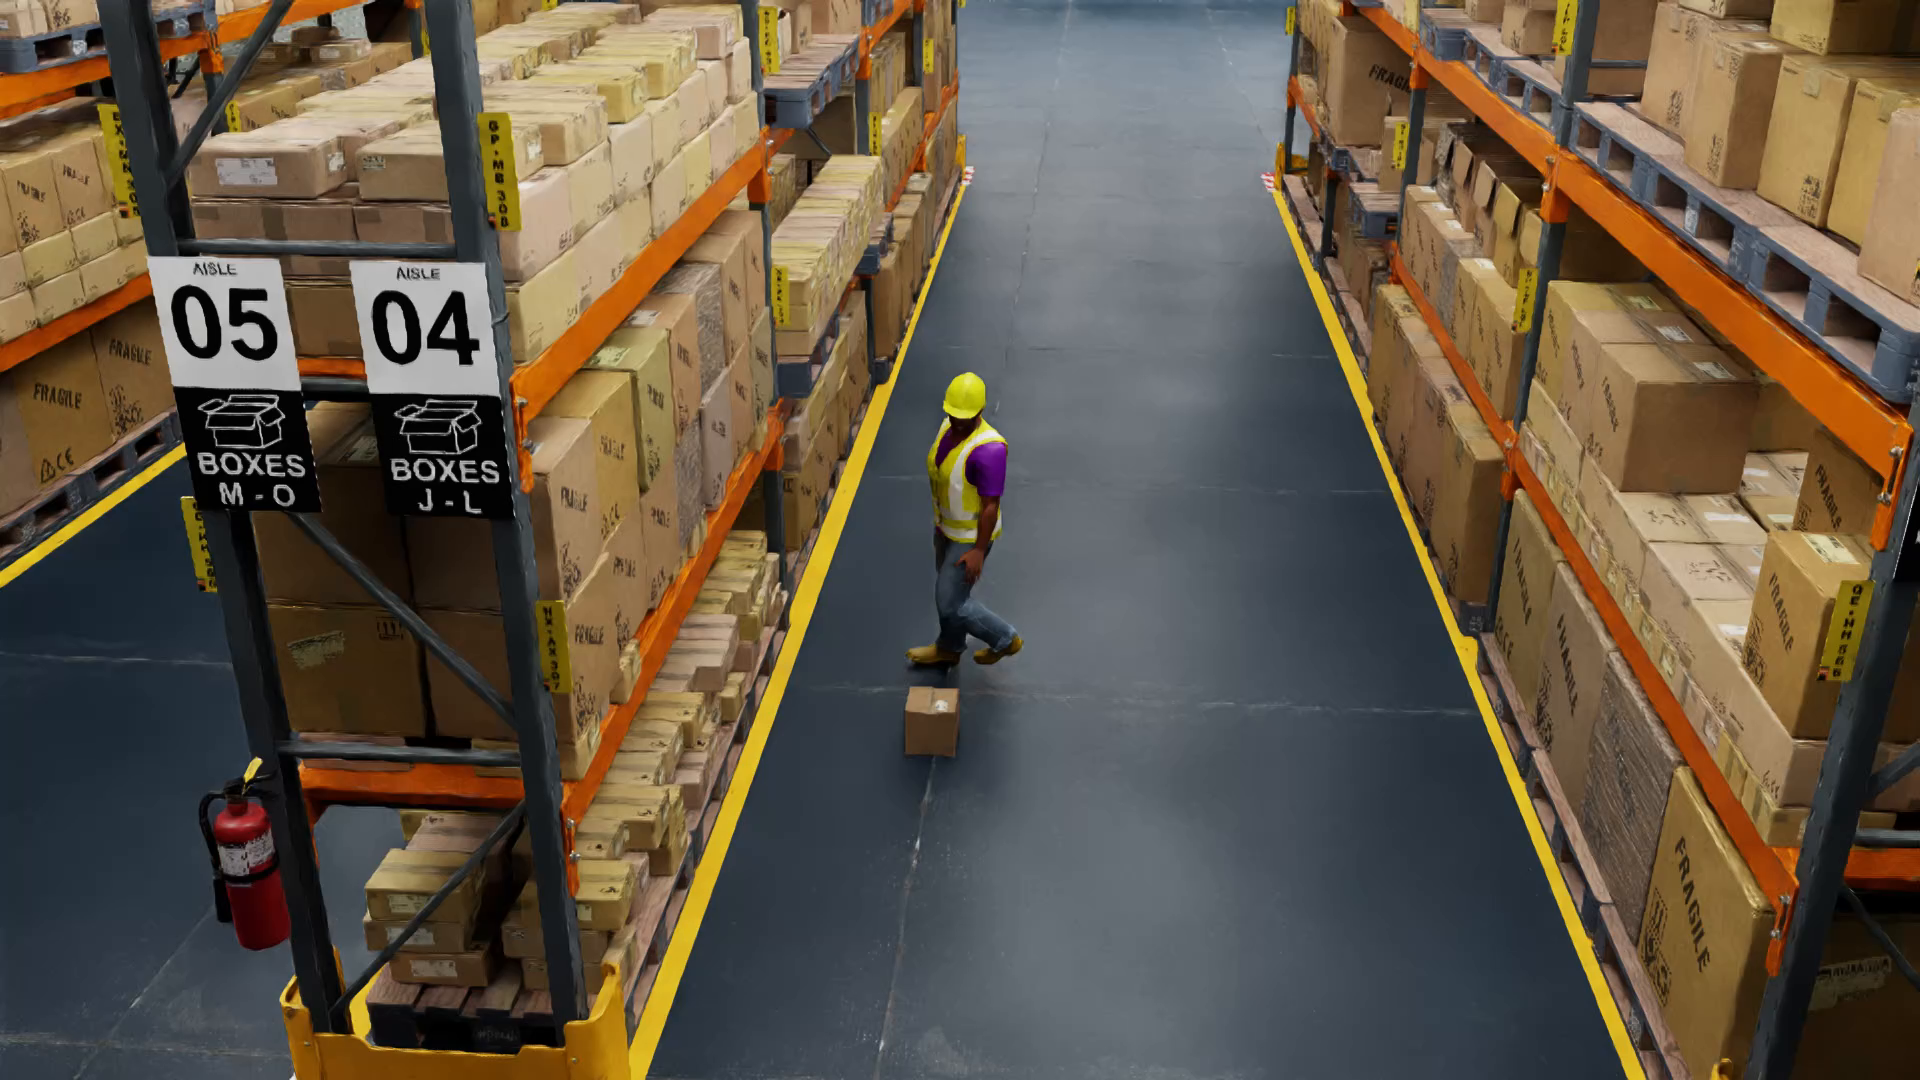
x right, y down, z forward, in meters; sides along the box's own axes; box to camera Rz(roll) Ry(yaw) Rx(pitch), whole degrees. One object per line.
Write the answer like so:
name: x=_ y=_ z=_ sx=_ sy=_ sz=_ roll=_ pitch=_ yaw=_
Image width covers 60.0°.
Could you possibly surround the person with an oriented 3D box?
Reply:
person: x=0.049 y=-0.061 z=8.694 sx=0.520 sy=1.757 sz=0.635 roll=-10 pitch=26 yaw=-22
